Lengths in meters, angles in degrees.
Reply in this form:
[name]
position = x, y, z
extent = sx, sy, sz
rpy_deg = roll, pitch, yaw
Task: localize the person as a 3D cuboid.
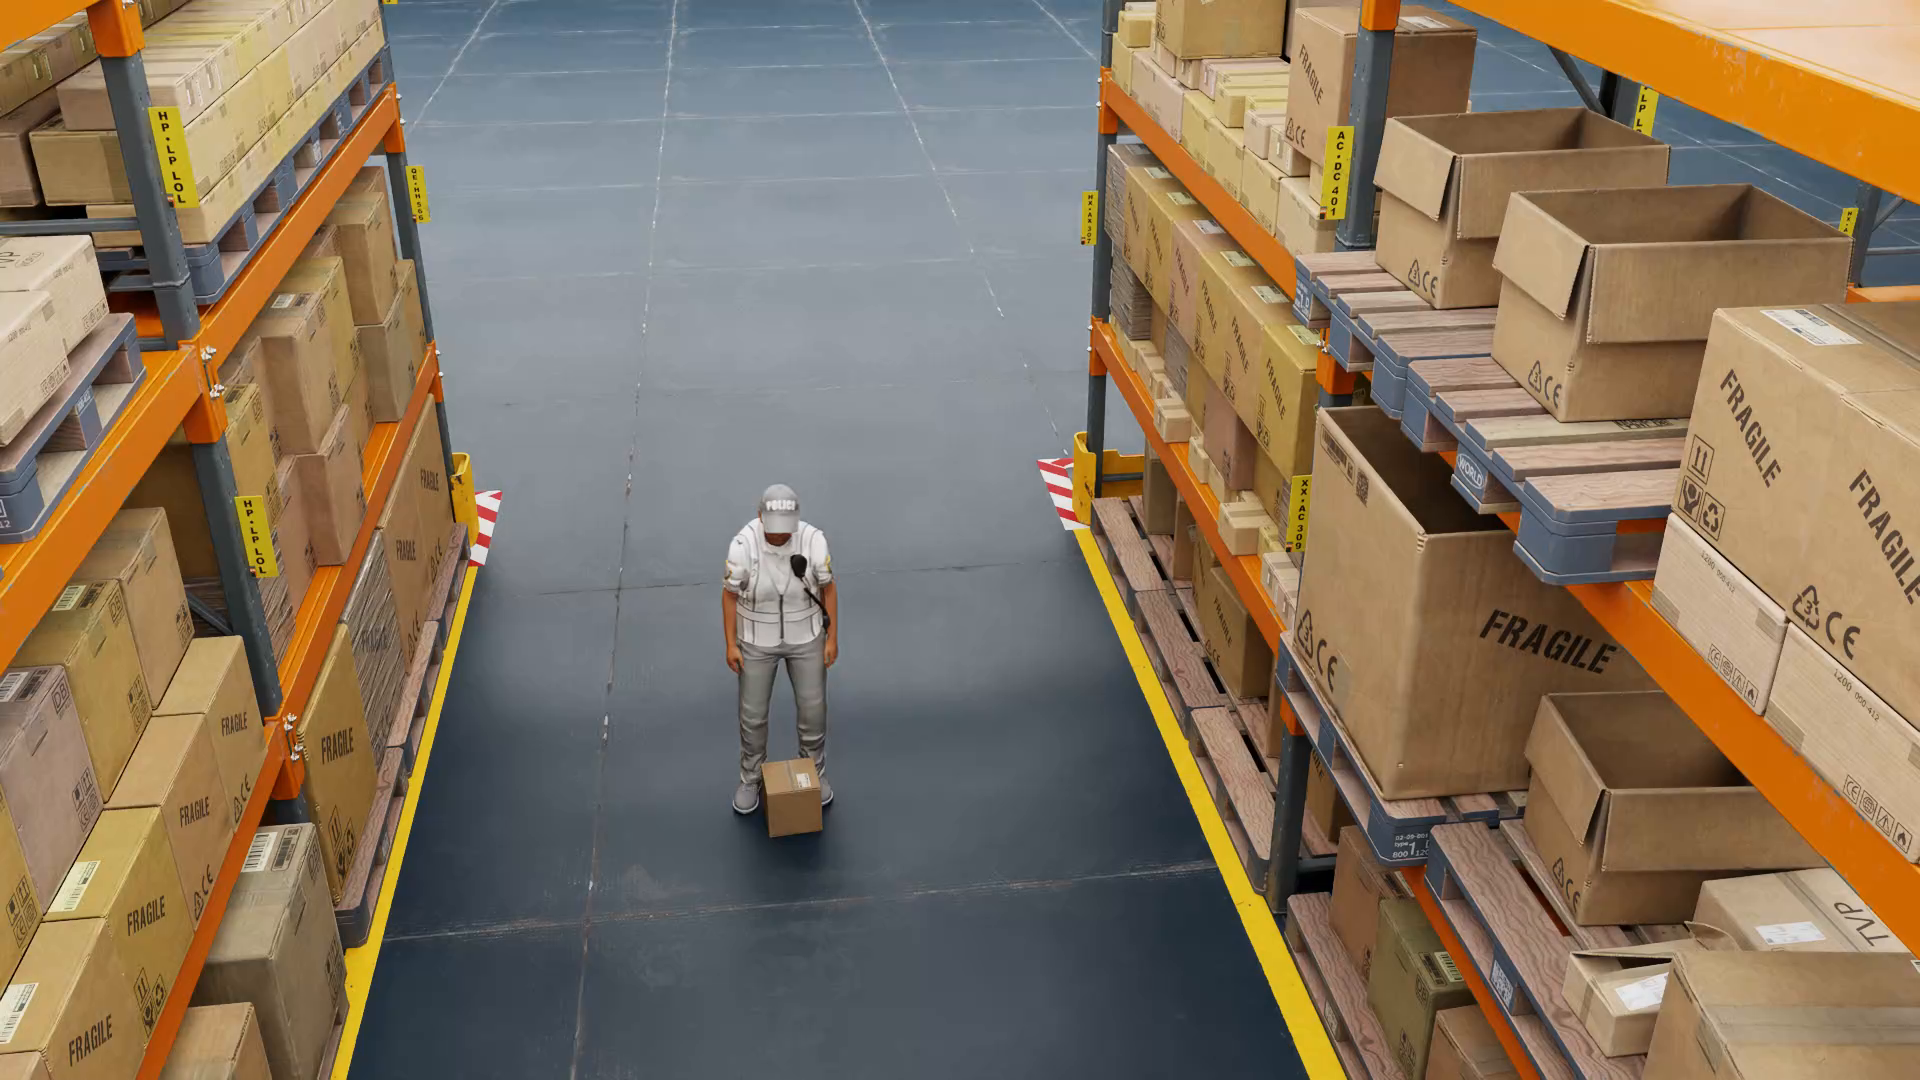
[person]
position = -0.834, 0.472, 7.714
extent = 0.544, 1.652, 0.397
rpy_deg = -4, 28, -7
